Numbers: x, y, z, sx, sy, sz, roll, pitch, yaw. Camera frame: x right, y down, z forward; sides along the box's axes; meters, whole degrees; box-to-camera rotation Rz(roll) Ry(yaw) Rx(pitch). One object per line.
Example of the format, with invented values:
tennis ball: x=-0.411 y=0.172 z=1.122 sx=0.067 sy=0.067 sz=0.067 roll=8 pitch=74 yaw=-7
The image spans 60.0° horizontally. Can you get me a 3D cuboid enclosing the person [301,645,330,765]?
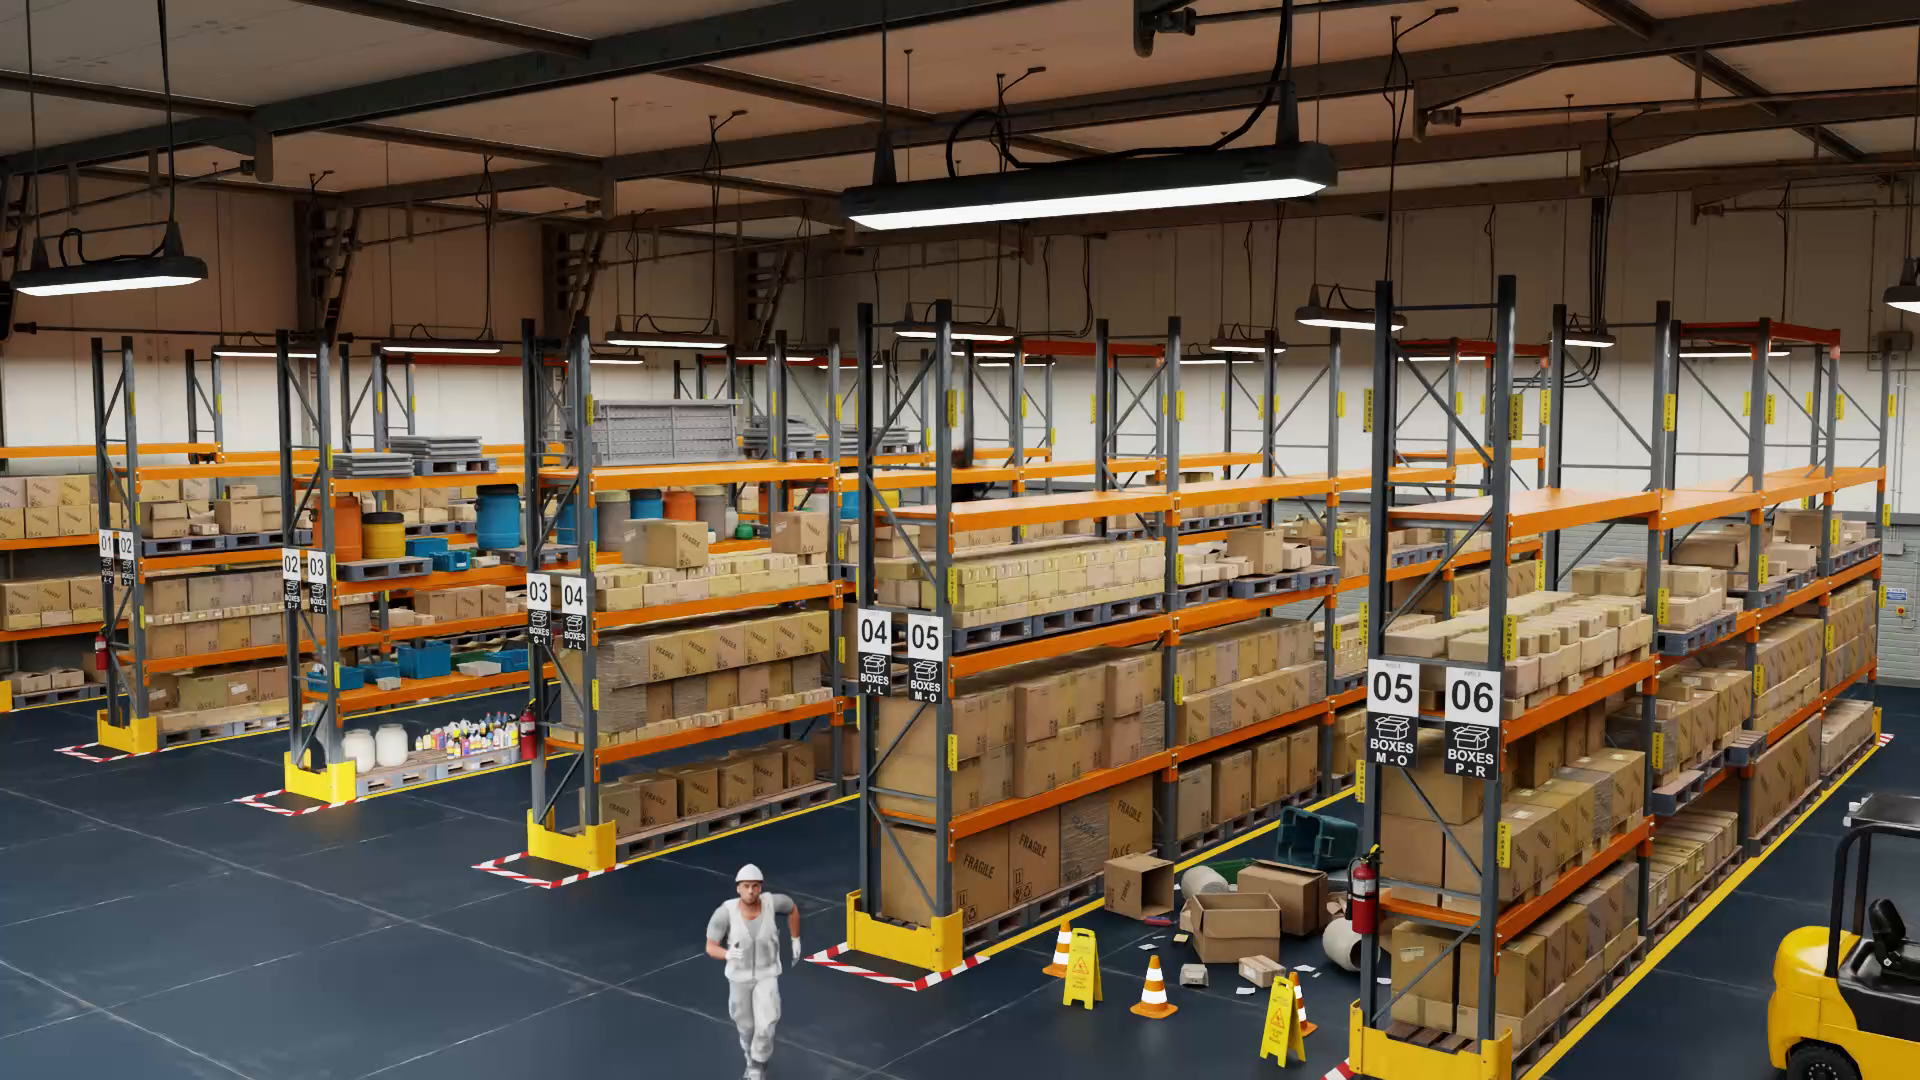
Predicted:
person: x=-8.922 y=2.314 z=23.313 sx=0.594 sy=1.717 sz=0.679 roll=4 pitch=6 yaw=39

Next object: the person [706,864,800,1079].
person: x=-1.505 y=3.222 z=12.158 sx=0.692 sy=1.798 sz=0.848 roll=-1 pitch=5 yaw=-9
